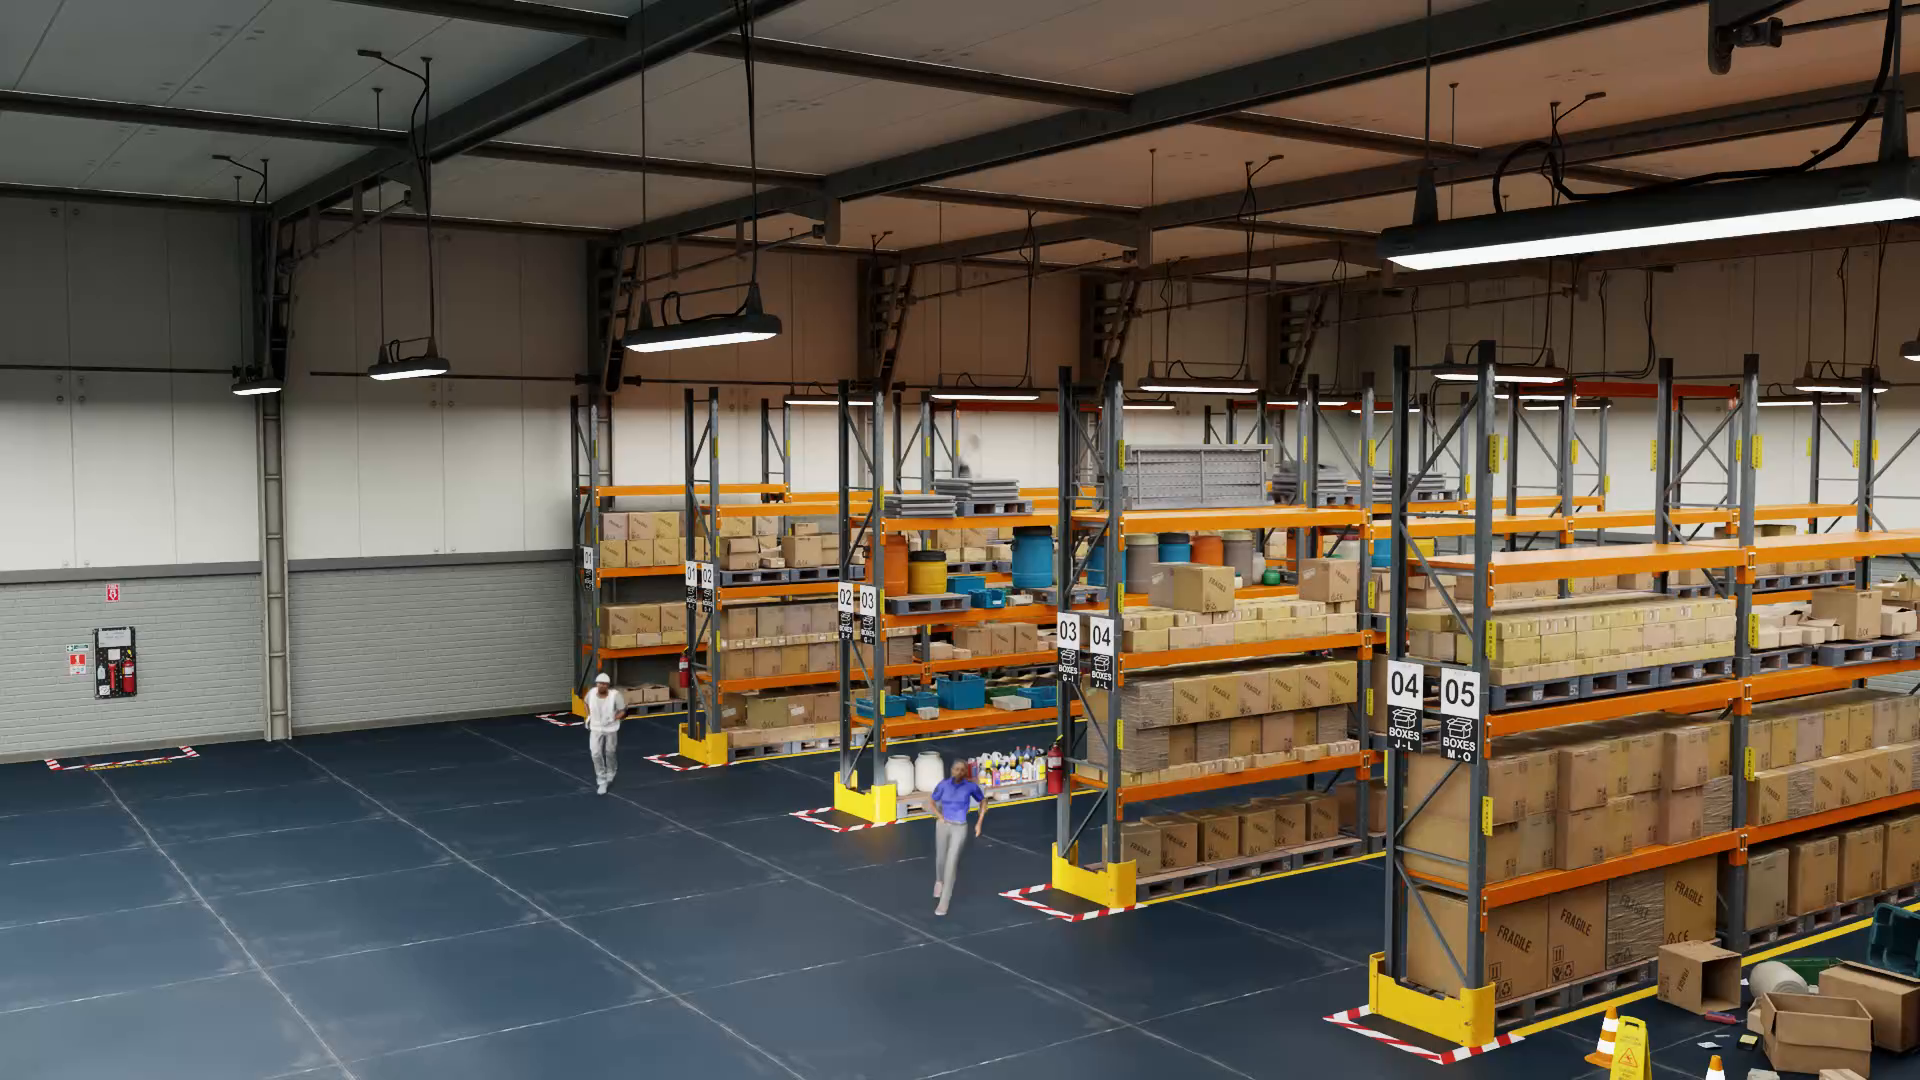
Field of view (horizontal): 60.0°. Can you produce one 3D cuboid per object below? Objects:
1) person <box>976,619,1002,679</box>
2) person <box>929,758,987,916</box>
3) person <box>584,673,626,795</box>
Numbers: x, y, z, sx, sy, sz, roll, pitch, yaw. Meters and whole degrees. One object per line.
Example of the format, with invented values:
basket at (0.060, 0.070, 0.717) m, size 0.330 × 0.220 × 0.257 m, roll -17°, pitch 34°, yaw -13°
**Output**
person at (0.575, 2.003, 33.121) m, size 0.675 × 1.769 × 0.659 m, roll -3°, pitch 4°, yaw -36°
person at (-0.045, 3.233, 18.377) m, size 0.641 × 1.643 × 0.864 m, roll 1°, pitch 4°, yaw 11°
person at (-5.234, 2.808, 24.554) m, size 0.649 × 1.760 × 0.902 m, roll 0°, pitch 3°, yaw 0°
